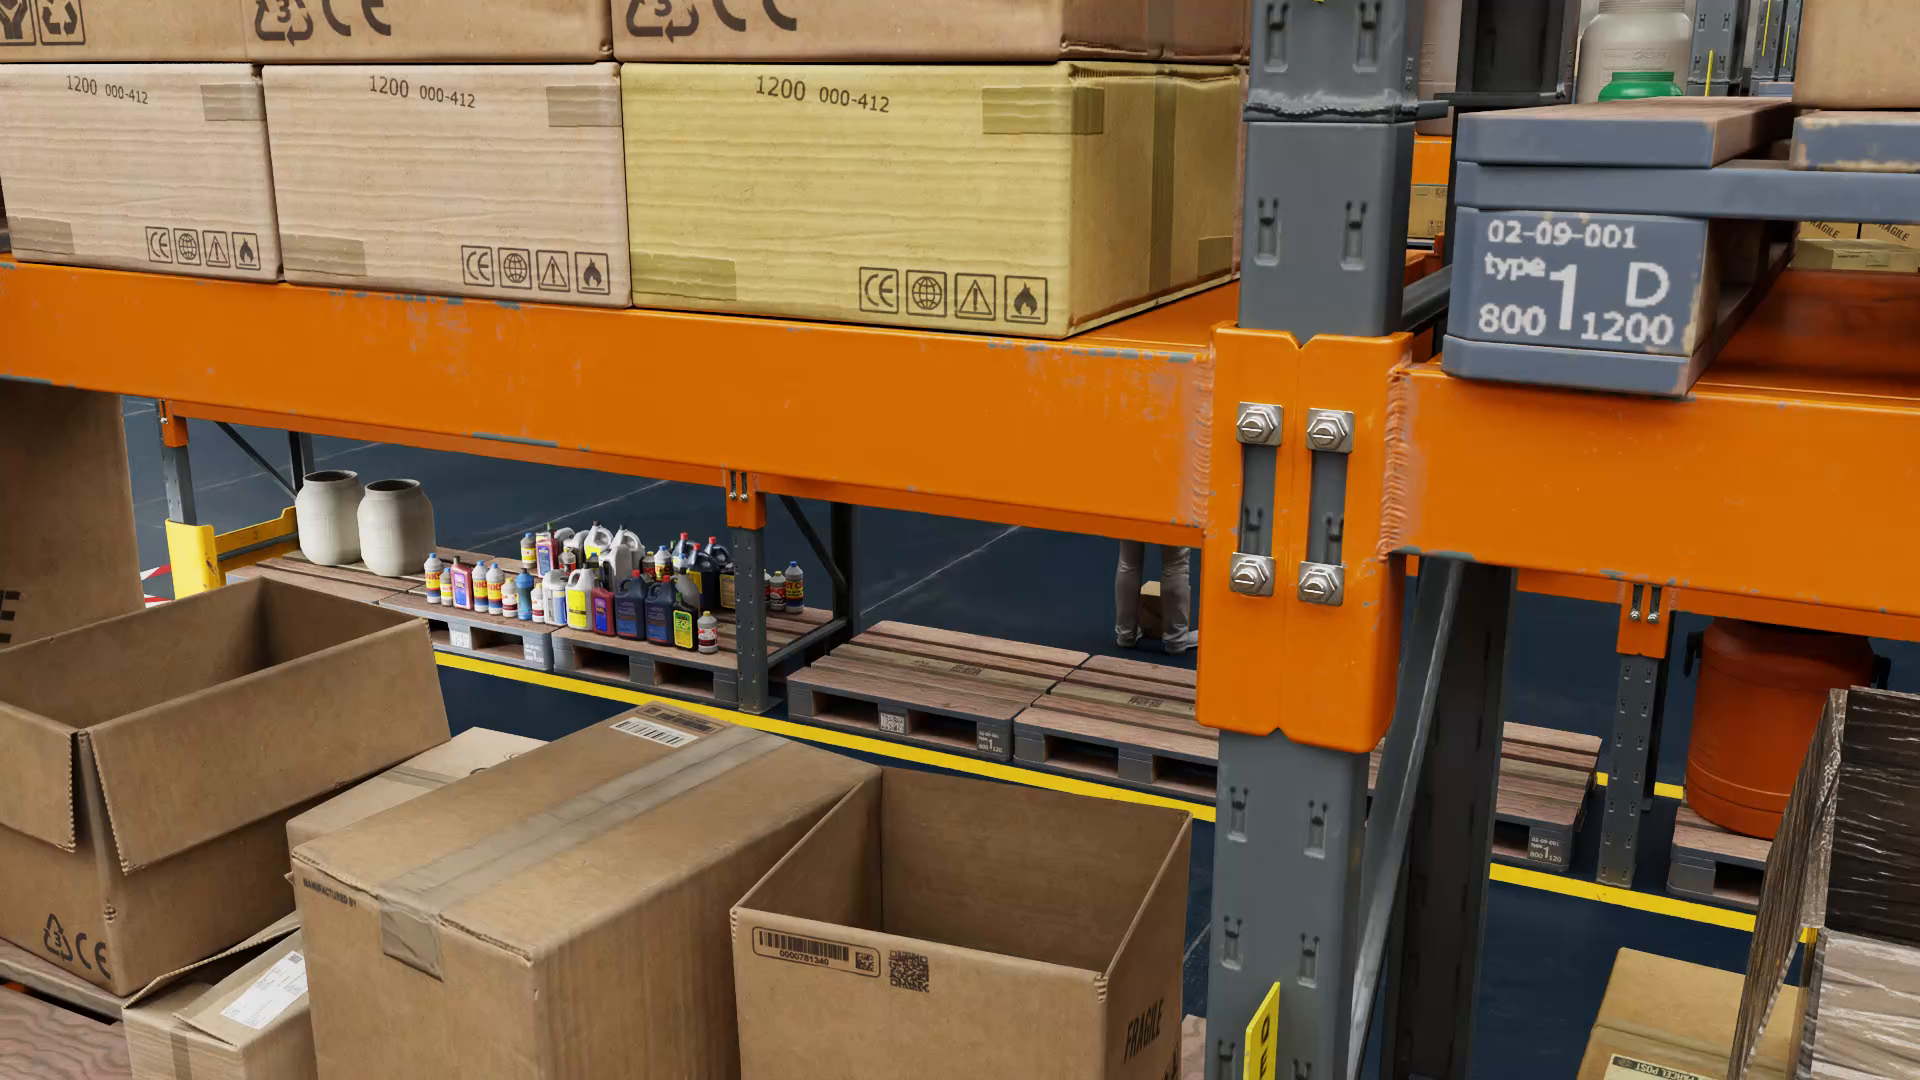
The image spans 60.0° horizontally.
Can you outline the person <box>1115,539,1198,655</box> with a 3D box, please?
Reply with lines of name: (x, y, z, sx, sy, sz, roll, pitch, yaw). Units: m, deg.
person: (1.047, -0.274, 8.972, 0.635, 1.760, 0.462, 7, 17, 24)
